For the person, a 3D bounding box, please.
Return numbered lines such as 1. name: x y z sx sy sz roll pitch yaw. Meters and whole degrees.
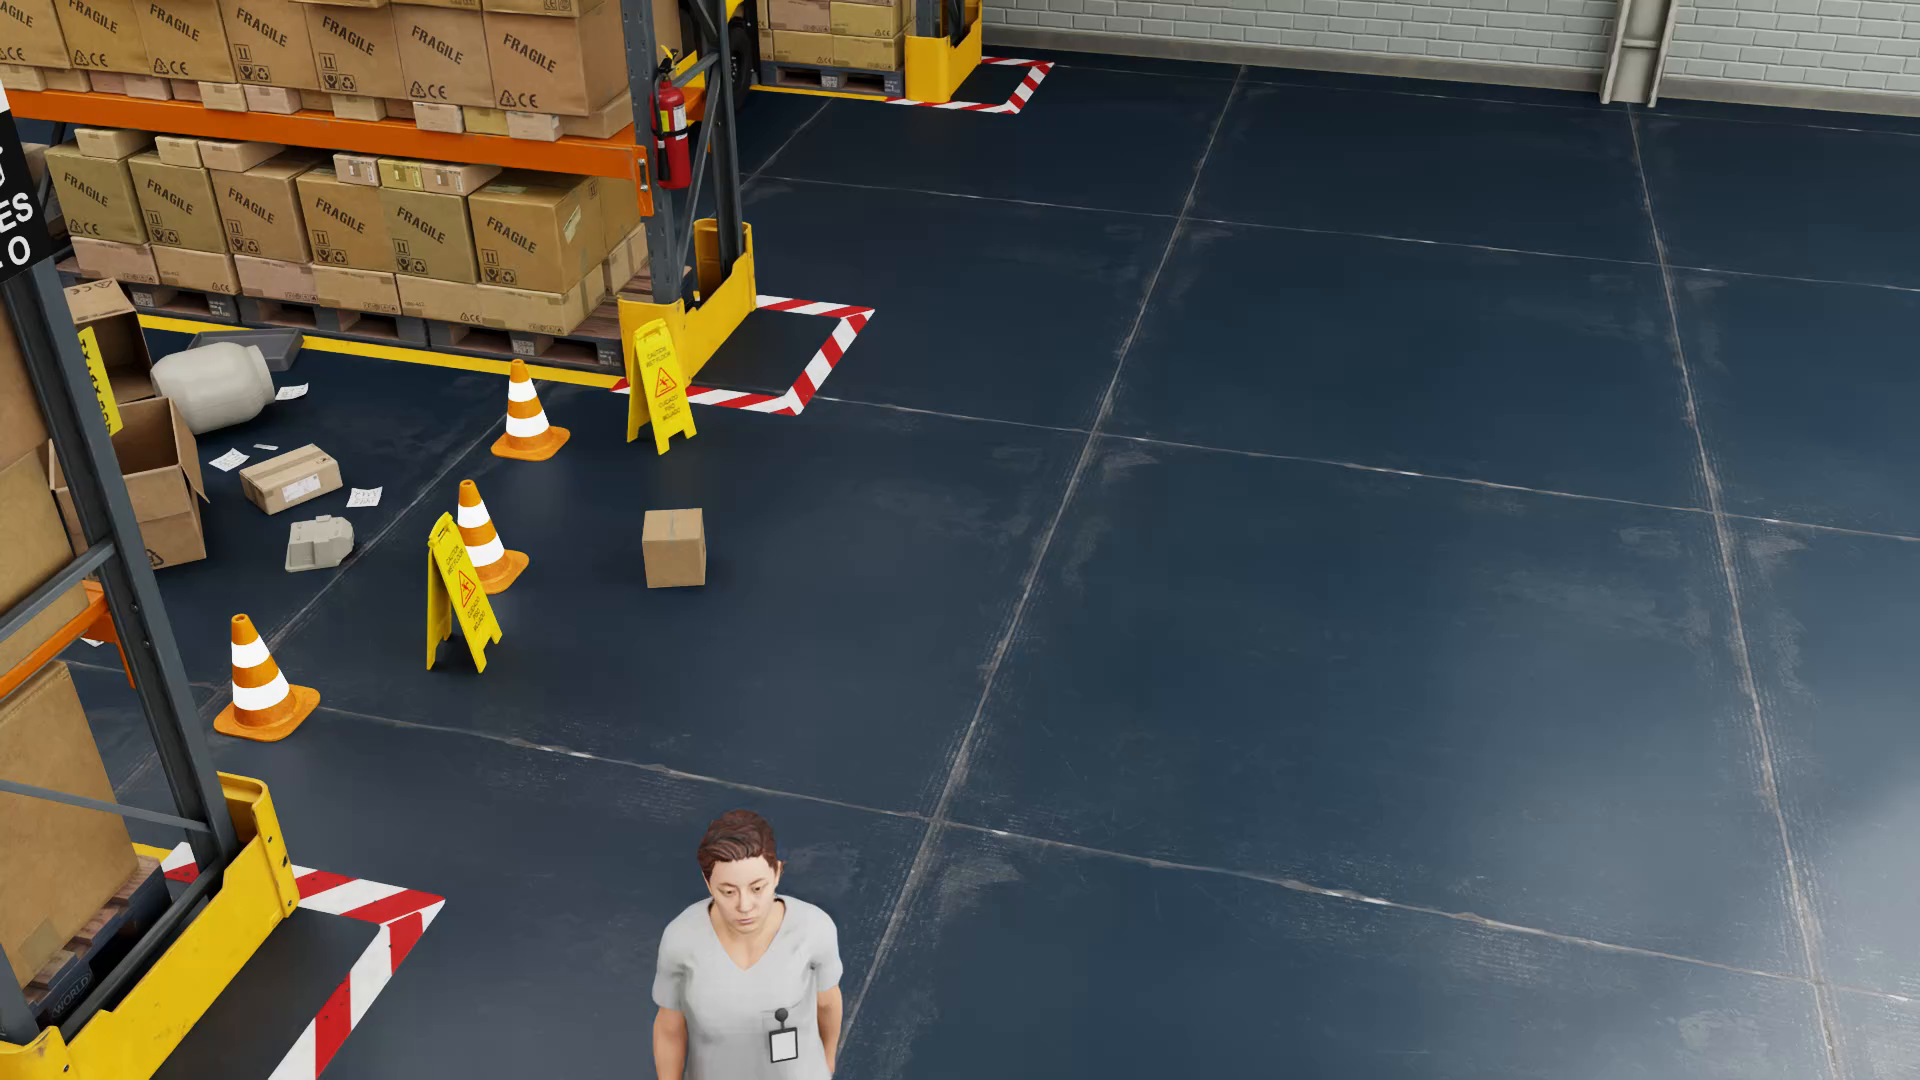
1. person: -0.504 1.333 4.083 0.446 1.626 0.983 0 33 0
